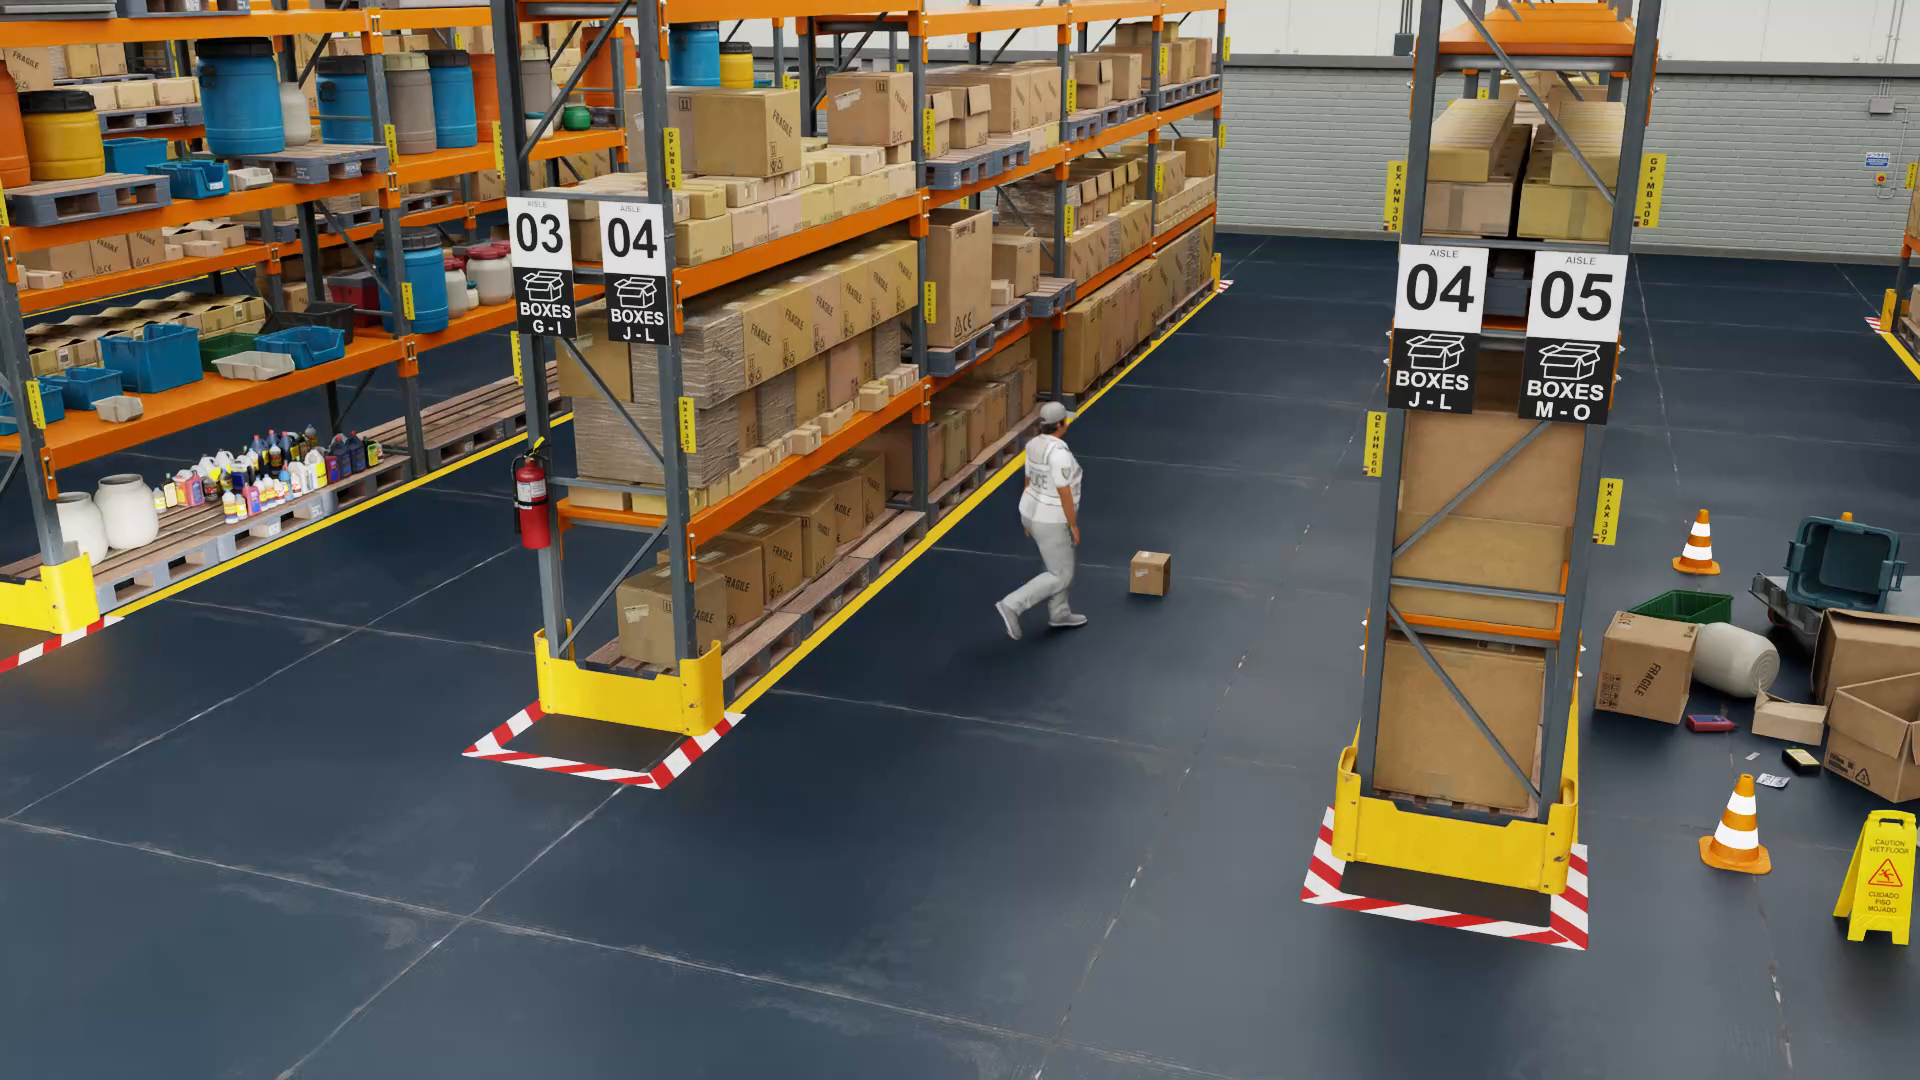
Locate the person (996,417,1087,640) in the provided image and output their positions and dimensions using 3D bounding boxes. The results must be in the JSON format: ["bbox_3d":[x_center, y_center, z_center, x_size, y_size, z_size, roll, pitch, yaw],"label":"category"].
[{"bbox_3d":[0.562,-0.126,11.446,0.769,1.628,0.499,-8,20,-21],"label":"person"}]
